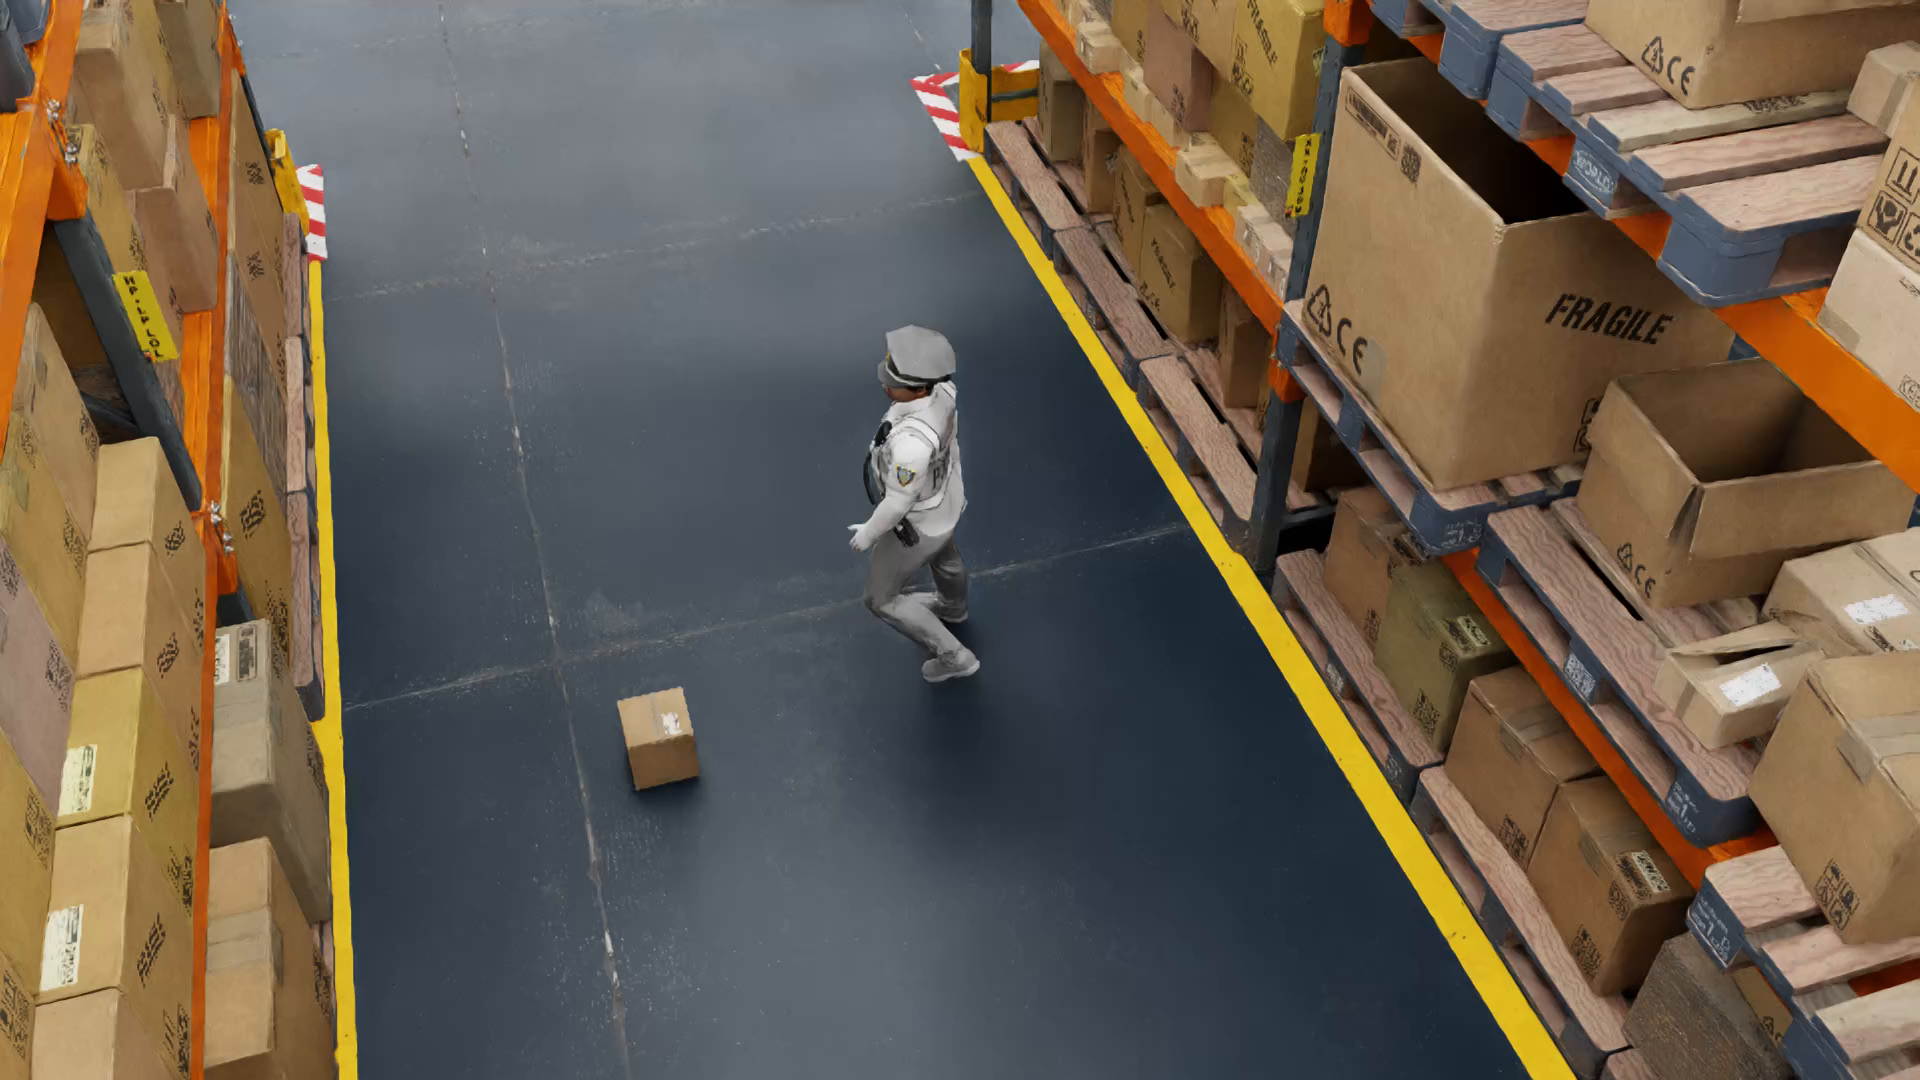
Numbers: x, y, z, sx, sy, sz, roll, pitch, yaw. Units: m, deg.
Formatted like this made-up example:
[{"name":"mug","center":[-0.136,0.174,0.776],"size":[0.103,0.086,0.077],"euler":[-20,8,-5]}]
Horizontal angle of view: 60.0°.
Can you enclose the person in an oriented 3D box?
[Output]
[{"name":"person","center":[-0.152,-0.170,6.285],"size":[0.475,1.583,0.540],"euler":[8,43,8]}]
